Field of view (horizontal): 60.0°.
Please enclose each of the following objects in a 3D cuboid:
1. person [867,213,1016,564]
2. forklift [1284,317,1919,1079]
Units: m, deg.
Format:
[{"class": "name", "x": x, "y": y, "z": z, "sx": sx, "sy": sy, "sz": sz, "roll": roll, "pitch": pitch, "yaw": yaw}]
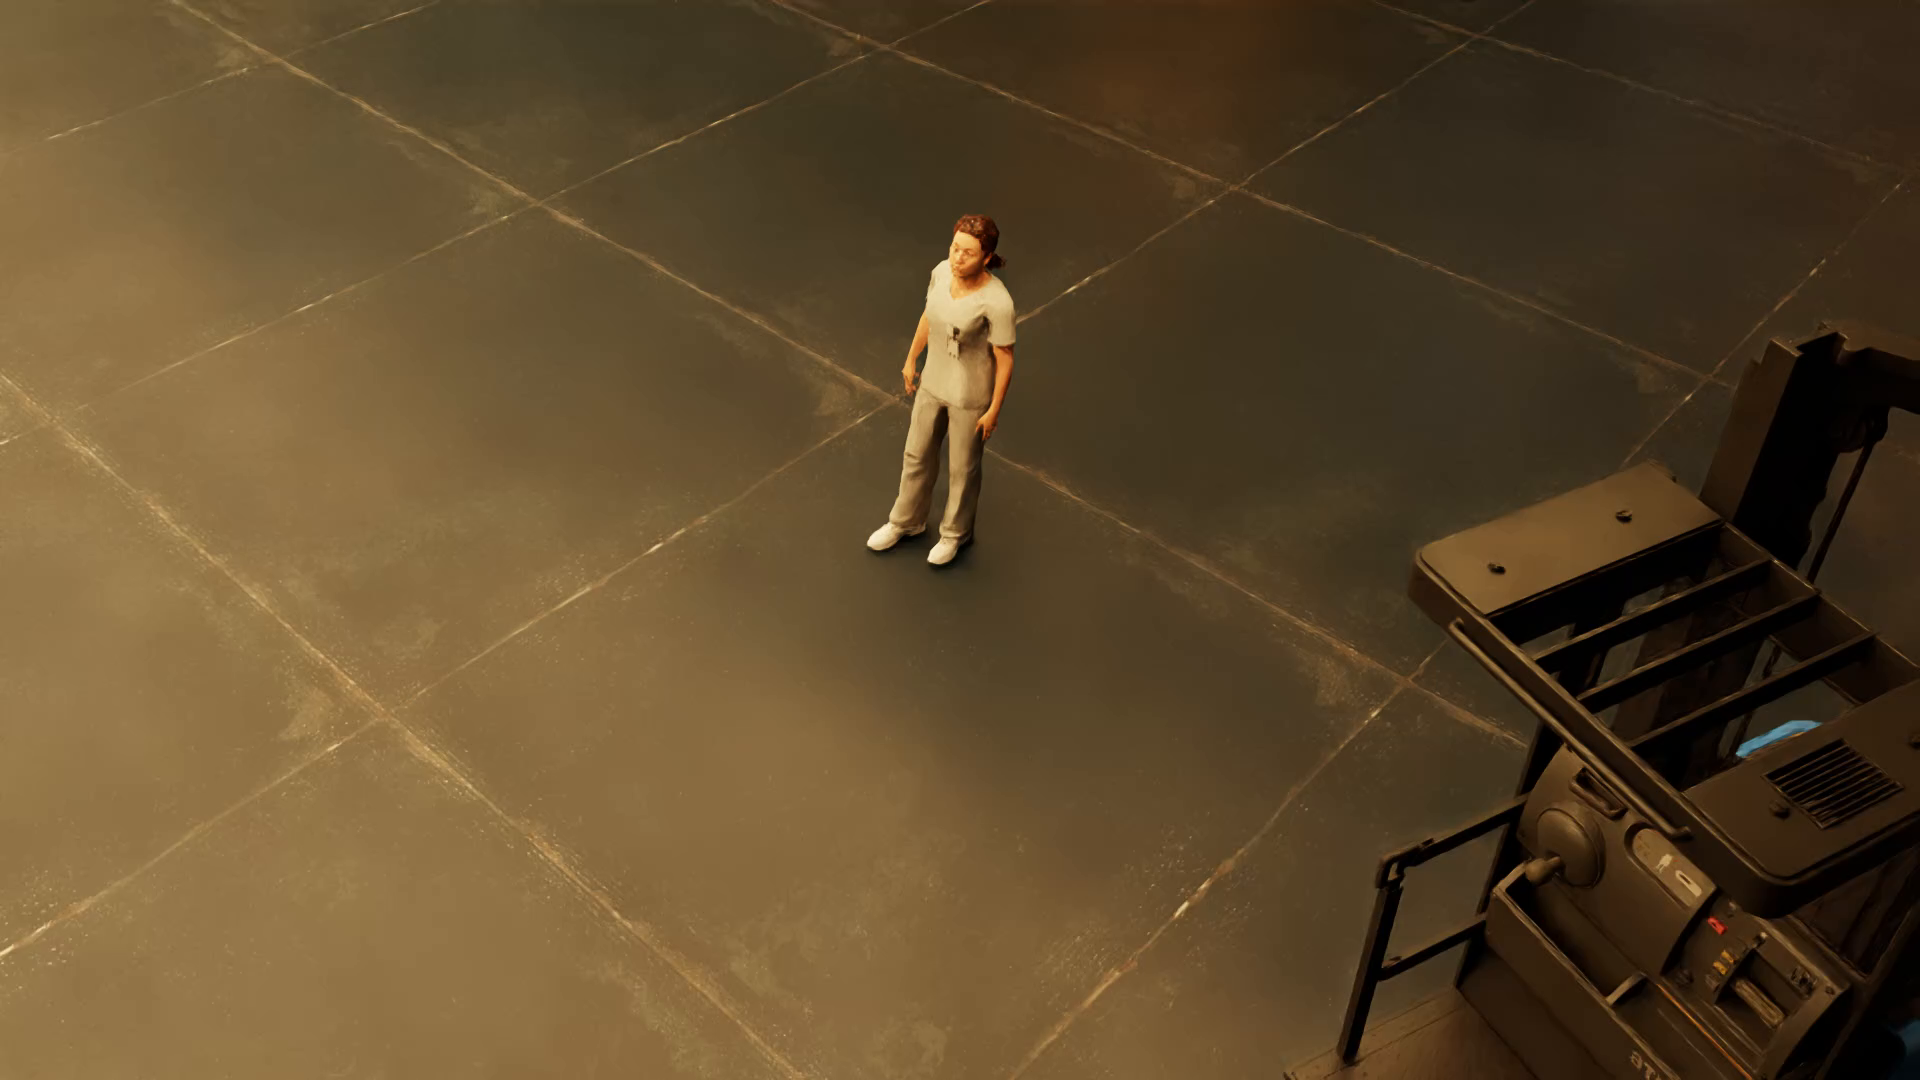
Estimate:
[{"class": "person", "x": -0.060, "y": -0.612, "z": 7.094, "sx": 0.550, "sy": 1.674, "sz": 0.548, "roll": 31, "pitch": 49, "yaw": 31}, {"class": "forklift", "x": 1.682, "y": 0.982, "z": 4.284, "sx": 3.031, "sy": 2.935, "sz": 1.130, "roll": -19, "pitch": 44, "yaw": -21}]
